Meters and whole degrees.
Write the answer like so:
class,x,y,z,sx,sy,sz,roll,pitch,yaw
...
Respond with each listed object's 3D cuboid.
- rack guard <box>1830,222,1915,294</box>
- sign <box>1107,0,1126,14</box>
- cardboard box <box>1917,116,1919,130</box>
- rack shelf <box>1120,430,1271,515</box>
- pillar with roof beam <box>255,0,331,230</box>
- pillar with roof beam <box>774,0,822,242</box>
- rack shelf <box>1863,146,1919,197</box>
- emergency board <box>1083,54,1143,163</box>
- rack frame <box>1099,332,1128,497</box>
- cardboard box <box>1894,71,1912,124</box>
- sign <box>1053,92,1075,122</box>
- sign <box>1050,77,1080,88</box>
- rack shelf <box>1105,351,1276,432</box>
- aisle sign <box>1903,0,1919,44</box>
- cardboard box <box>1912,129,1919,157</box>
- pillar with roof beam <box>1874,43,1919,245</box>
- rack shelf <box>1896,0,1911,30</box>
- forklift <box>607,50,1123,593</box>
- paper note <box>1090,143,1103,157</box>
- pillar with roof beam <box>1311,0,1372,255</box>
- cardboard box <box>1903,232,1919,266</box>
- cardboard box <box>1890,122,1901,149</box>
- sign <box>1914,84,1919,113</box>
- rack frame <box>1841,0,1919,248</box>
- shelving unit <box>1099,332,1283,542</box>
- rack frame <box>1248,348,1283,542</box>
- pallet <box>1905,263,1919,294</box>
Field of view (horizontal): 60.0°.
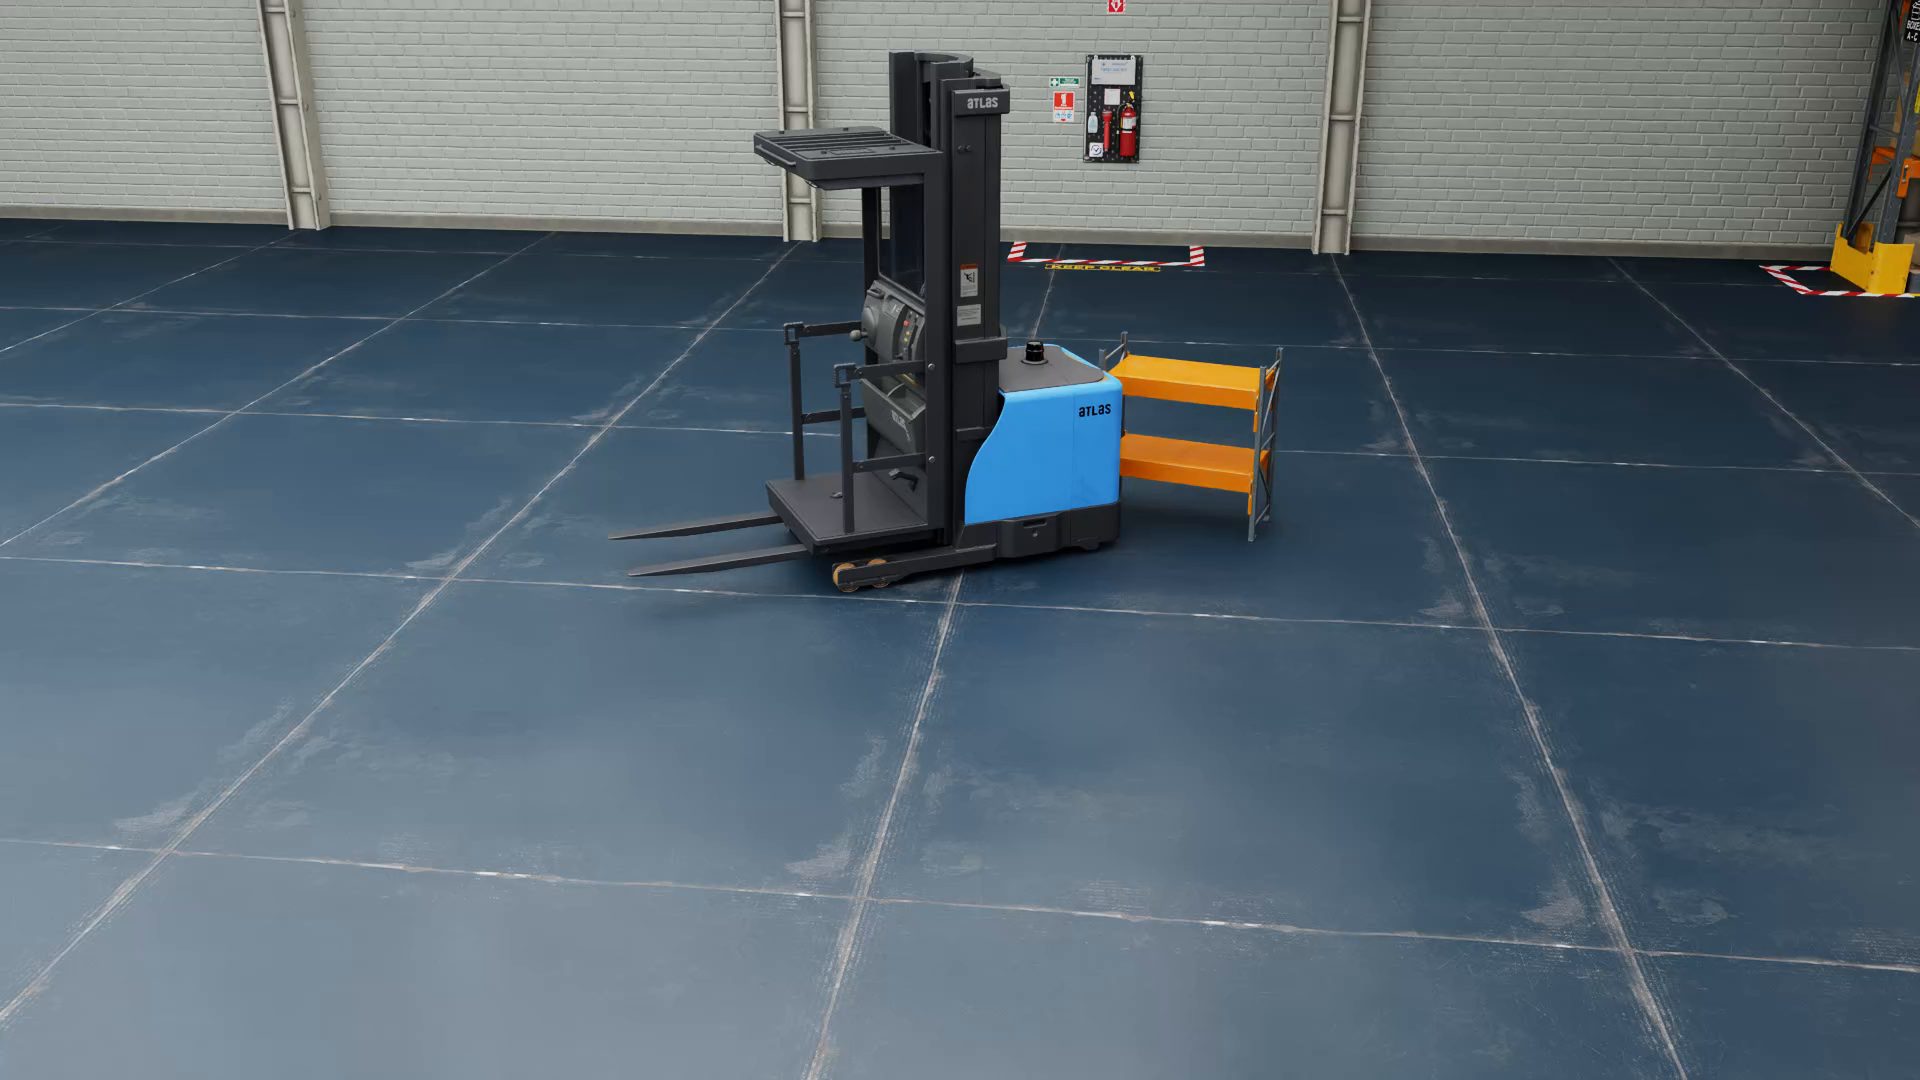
class,x,y,z,sx,sy,sz,roll,pitch,yaw
rack guard,9.377,-2.911,17.123,0.348,0.500,1.175,2,22,6
sign,1.695,-5.858,18.023,0.199,0.298,0.001,2,22,6
cardboard box,9.741,-4.235,16.228,0.500,0.500,0.500,3,22,6
rack shelf,1.448,-0.444,10.698,1.000,0.278,0.538,9,23,21
pillar with roof beam,-8.283,-6.359,14.286,0.400,9.000,9.100,2,22,6
pillar with roof beam,-2.324,-6.100,13.629,0.400,9.000,9.100,2,22,6
rack shelf,11.288,-3.656,16.585,4.000,0.370,1.077,2,22,6
emergency board,1.691,-4.743,18.357,0.643,1.169,0.194,2,22,6
rack frame,0.980,-0.744,10.791,0.032,1.125,0.500,9,23,21
cardboard box,9.795,-4.422,16.703,0.500,0.500,0.500,2,22,6
sign,1.154,-4.821,18.506,0.234,0.329,0.001,2,22,6
sign,1.157,-5.064,18.400,0.331,0.109,0.001,2,22,6
rack shelf,1.448,-0.944,10.500,1.000,0.278,0.538,9,23,21
aisle sign,9.195,-5.179,15.925,0.004,0.787,0.394,2,22,6
cardboard box,9.749,-3.879,16.349,0.500,0.250,0.500,2,22,5
pillar with roof beam,9.592,-5.581,12.316,0.400,9.000,9.100,2,22,6
rack shelf,11.288,-5.051,16.034,4.000,0.370,1.077,2,22,6
forklift,-0.578,-1.278,9.685,3.031,2.935,1.130,-8,23,-20
paper note,1.523,-4.366,18.602,0.142,0.148,0.016,2,22,6
pillar with roof beam,3.634,-5.840,12.972,0.400,9.000,9.100,2,22,6
cardboard box,9.978,-2.968,16.927,0.500,0.311,0.500,0,22,0
cardboard box,9.789,-4.067,16.824,0.500,0.250,0.500,3,22,7
sign,9.238,-4.281,16.012,0.005,0.325,0.100,2,22,6
rack frame,9.302,-4.077,16.672,0.127,3.000,1.000,2,22,6
shelving unit,1.448,-0.671,10.608,1.048,1.125,0.538,9,23,21
rack frame,1.917,-0.599,10.425,0.032,1.125,0.500,9,23,21
pallet,10.180,-2.729,17.055,1.213,0.211,1.003,2,22,6
